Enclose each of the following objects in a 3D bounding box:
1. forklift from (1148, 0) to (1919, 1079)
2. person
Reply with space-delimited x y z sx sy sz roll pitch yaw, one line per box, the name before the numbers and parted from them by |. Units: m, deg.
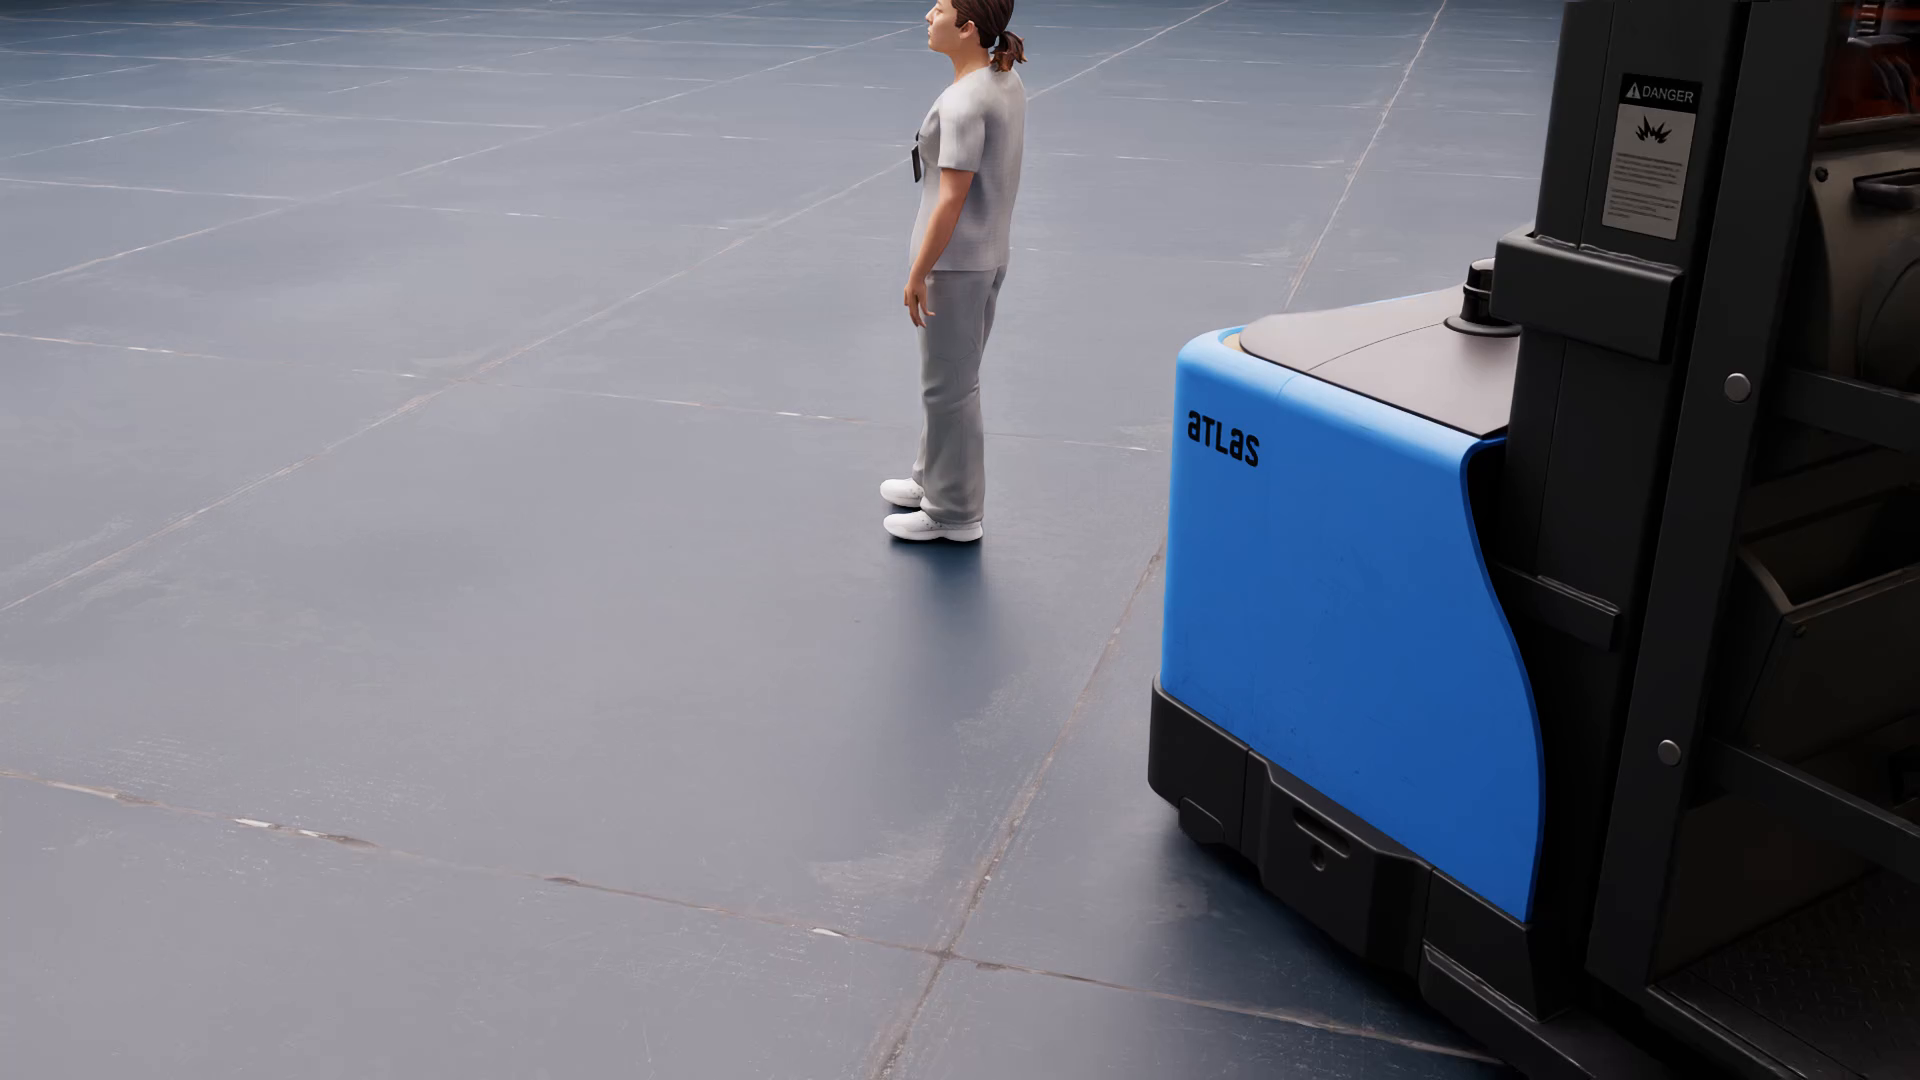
forklift | 1.609 -0.384 2.209 1.130 2.935 3.031 -13 26 -29
person | -0.066 -0.794 4.830 0.549 1.675 0.550 7 23 16
